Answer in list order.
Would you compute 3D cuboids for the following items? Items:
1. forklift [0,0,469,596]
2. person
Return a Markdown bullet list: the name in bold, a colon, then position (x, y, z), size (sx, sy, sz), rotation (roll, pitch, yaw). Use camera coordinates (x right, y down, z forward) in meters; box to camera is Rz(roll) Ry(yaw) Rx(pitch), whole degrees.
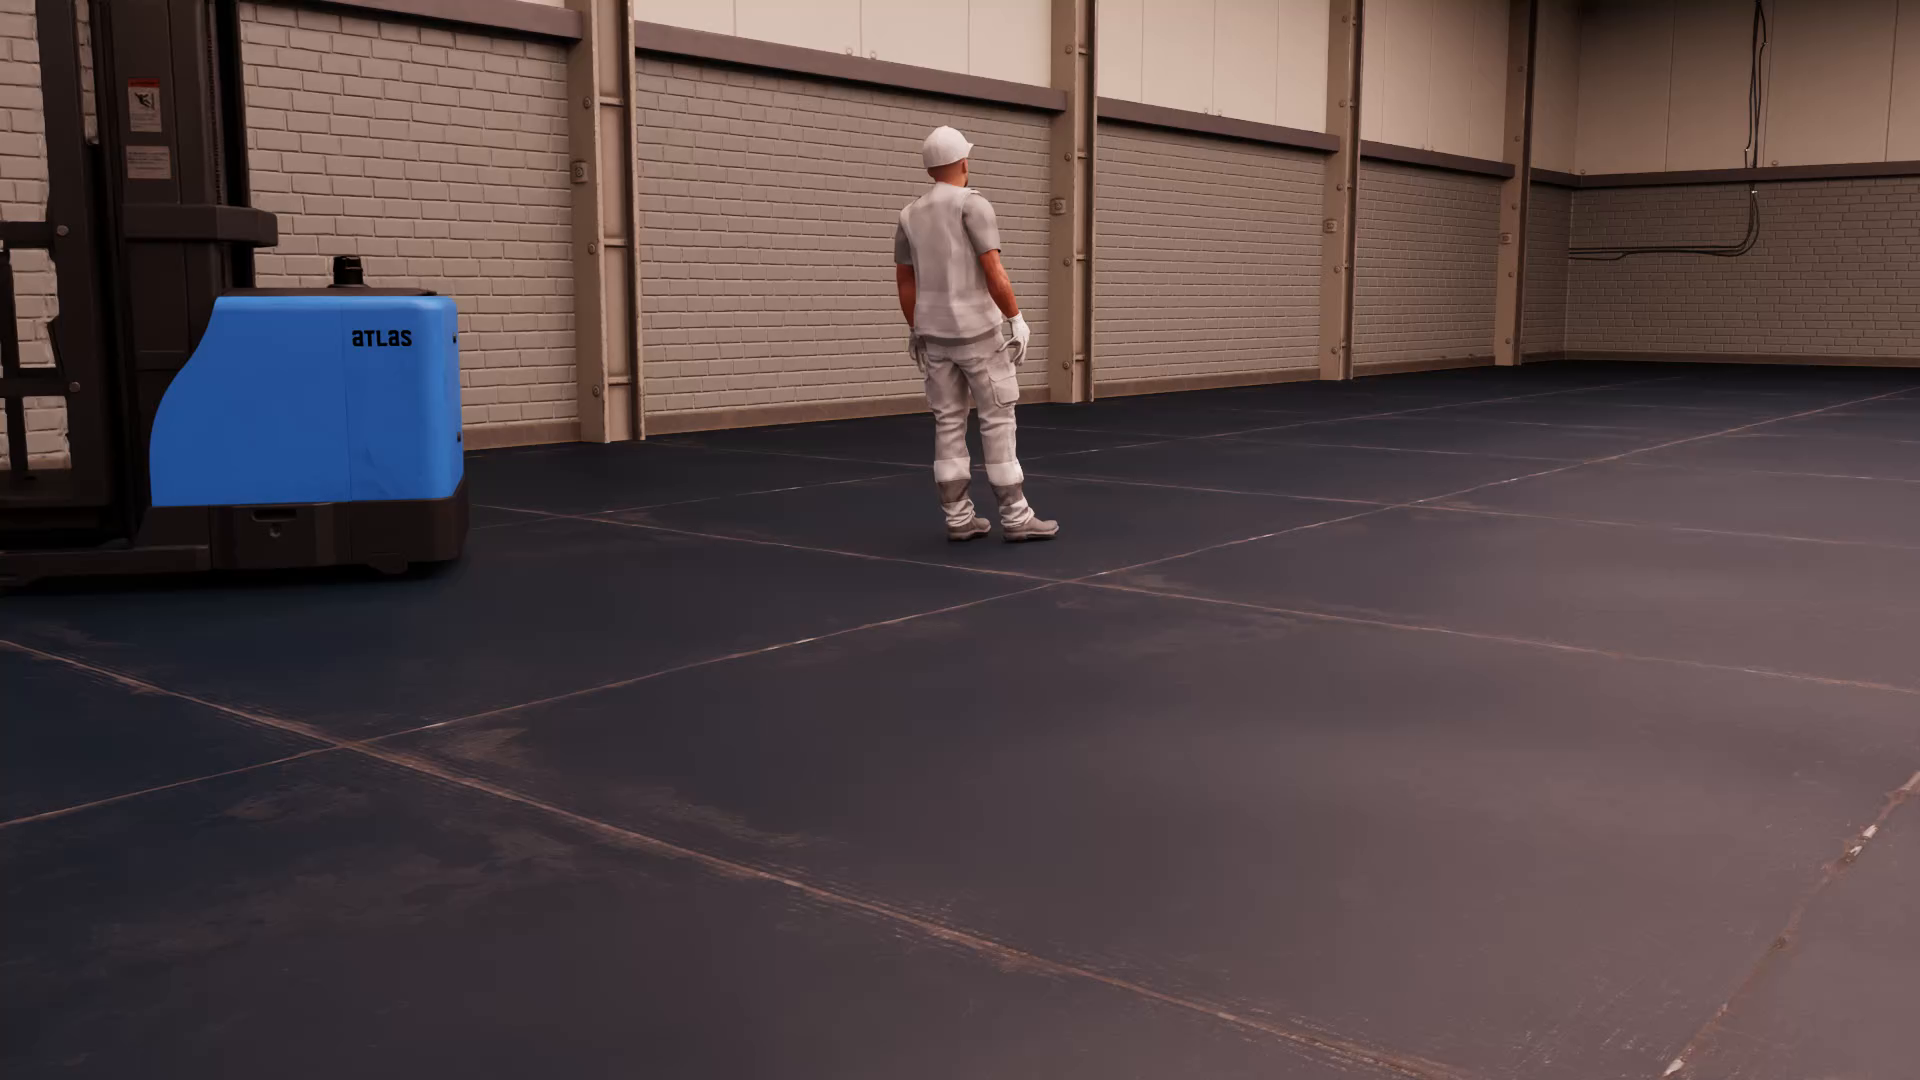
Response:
- **forklift**: position (-3.519, -1.321, 6.309), size (3.031, 2.935, 1.130), rotation (-2, 9, -13)
- **person**: position (0.059, -0.900, 7.330), size (0.638, 1.789, 0.562), rotation (7, 11, 38)
